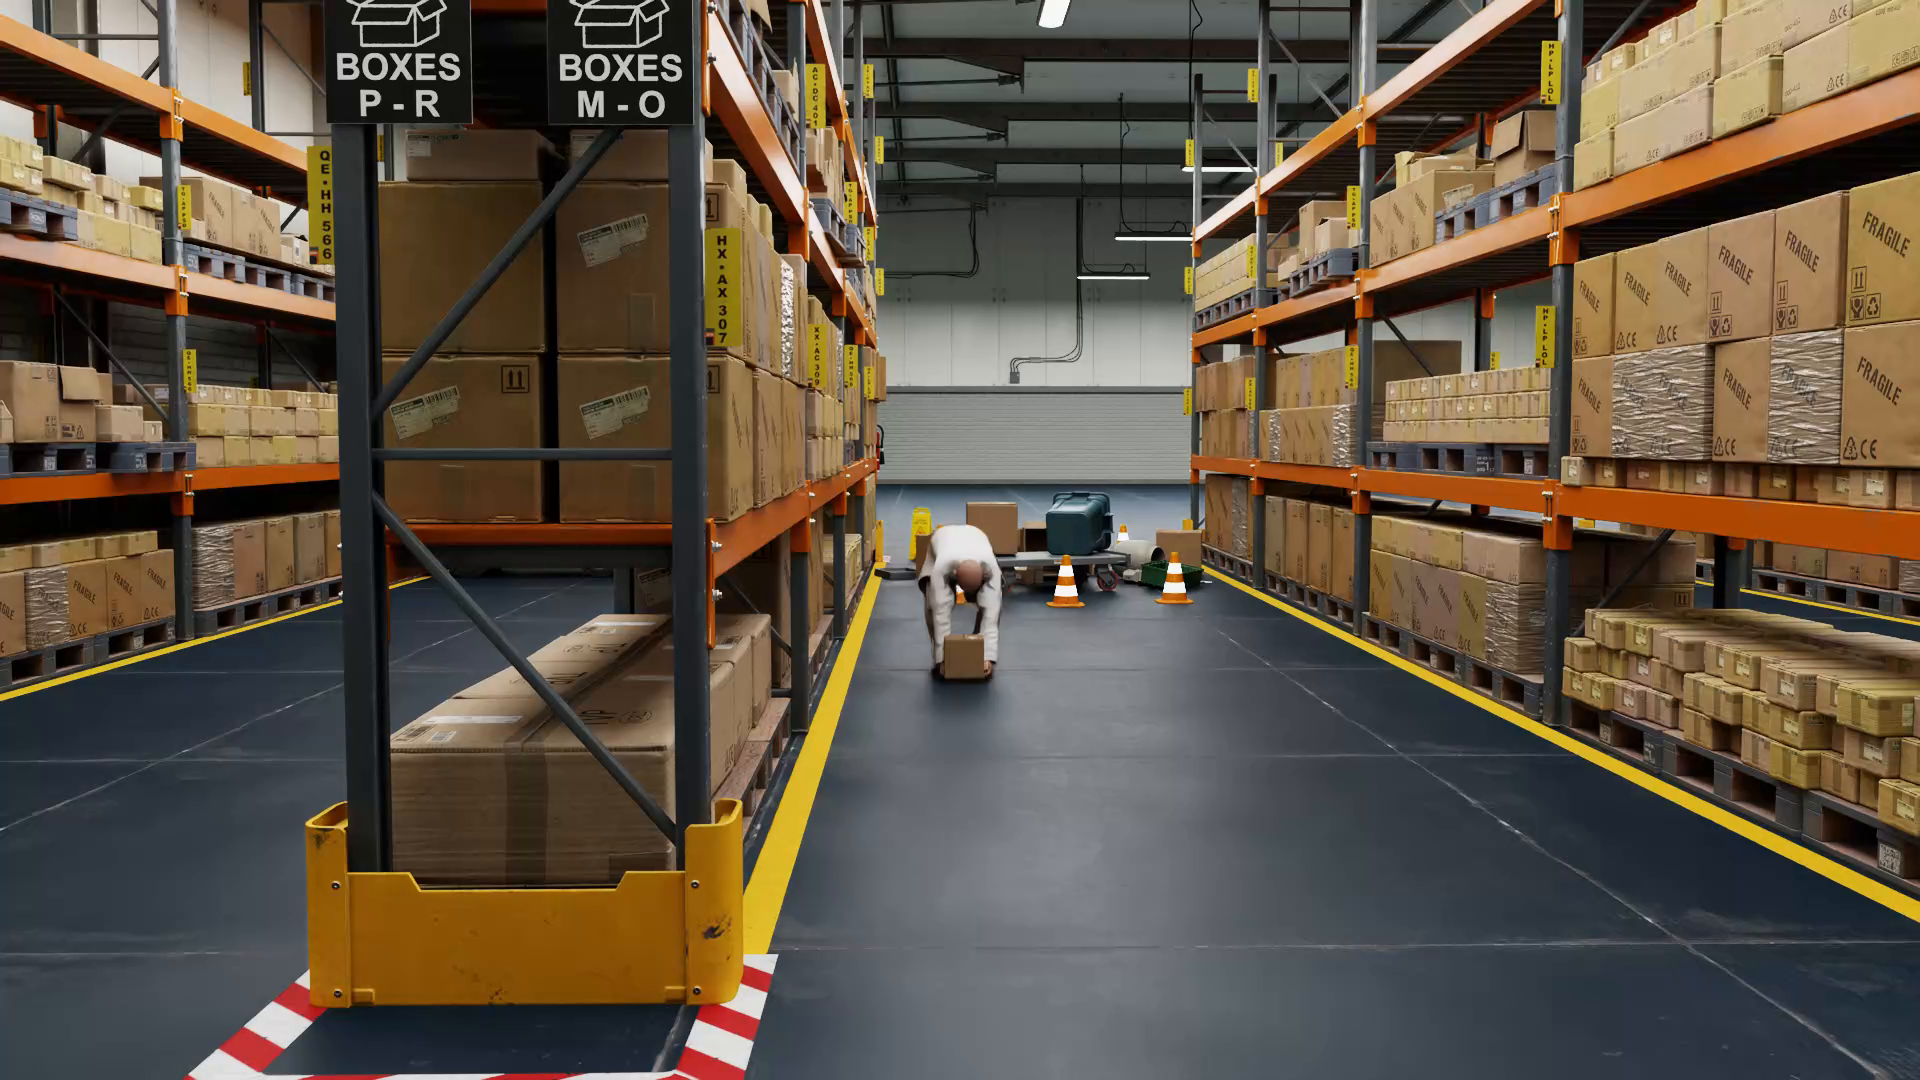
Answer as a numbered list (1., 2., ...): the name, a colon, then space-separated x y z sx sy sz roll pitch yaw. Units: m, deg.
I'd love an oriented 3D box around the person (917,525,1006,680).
1. person: 0.018 0.391 10.902 0.594 0.966 0.944 0 4 -4
